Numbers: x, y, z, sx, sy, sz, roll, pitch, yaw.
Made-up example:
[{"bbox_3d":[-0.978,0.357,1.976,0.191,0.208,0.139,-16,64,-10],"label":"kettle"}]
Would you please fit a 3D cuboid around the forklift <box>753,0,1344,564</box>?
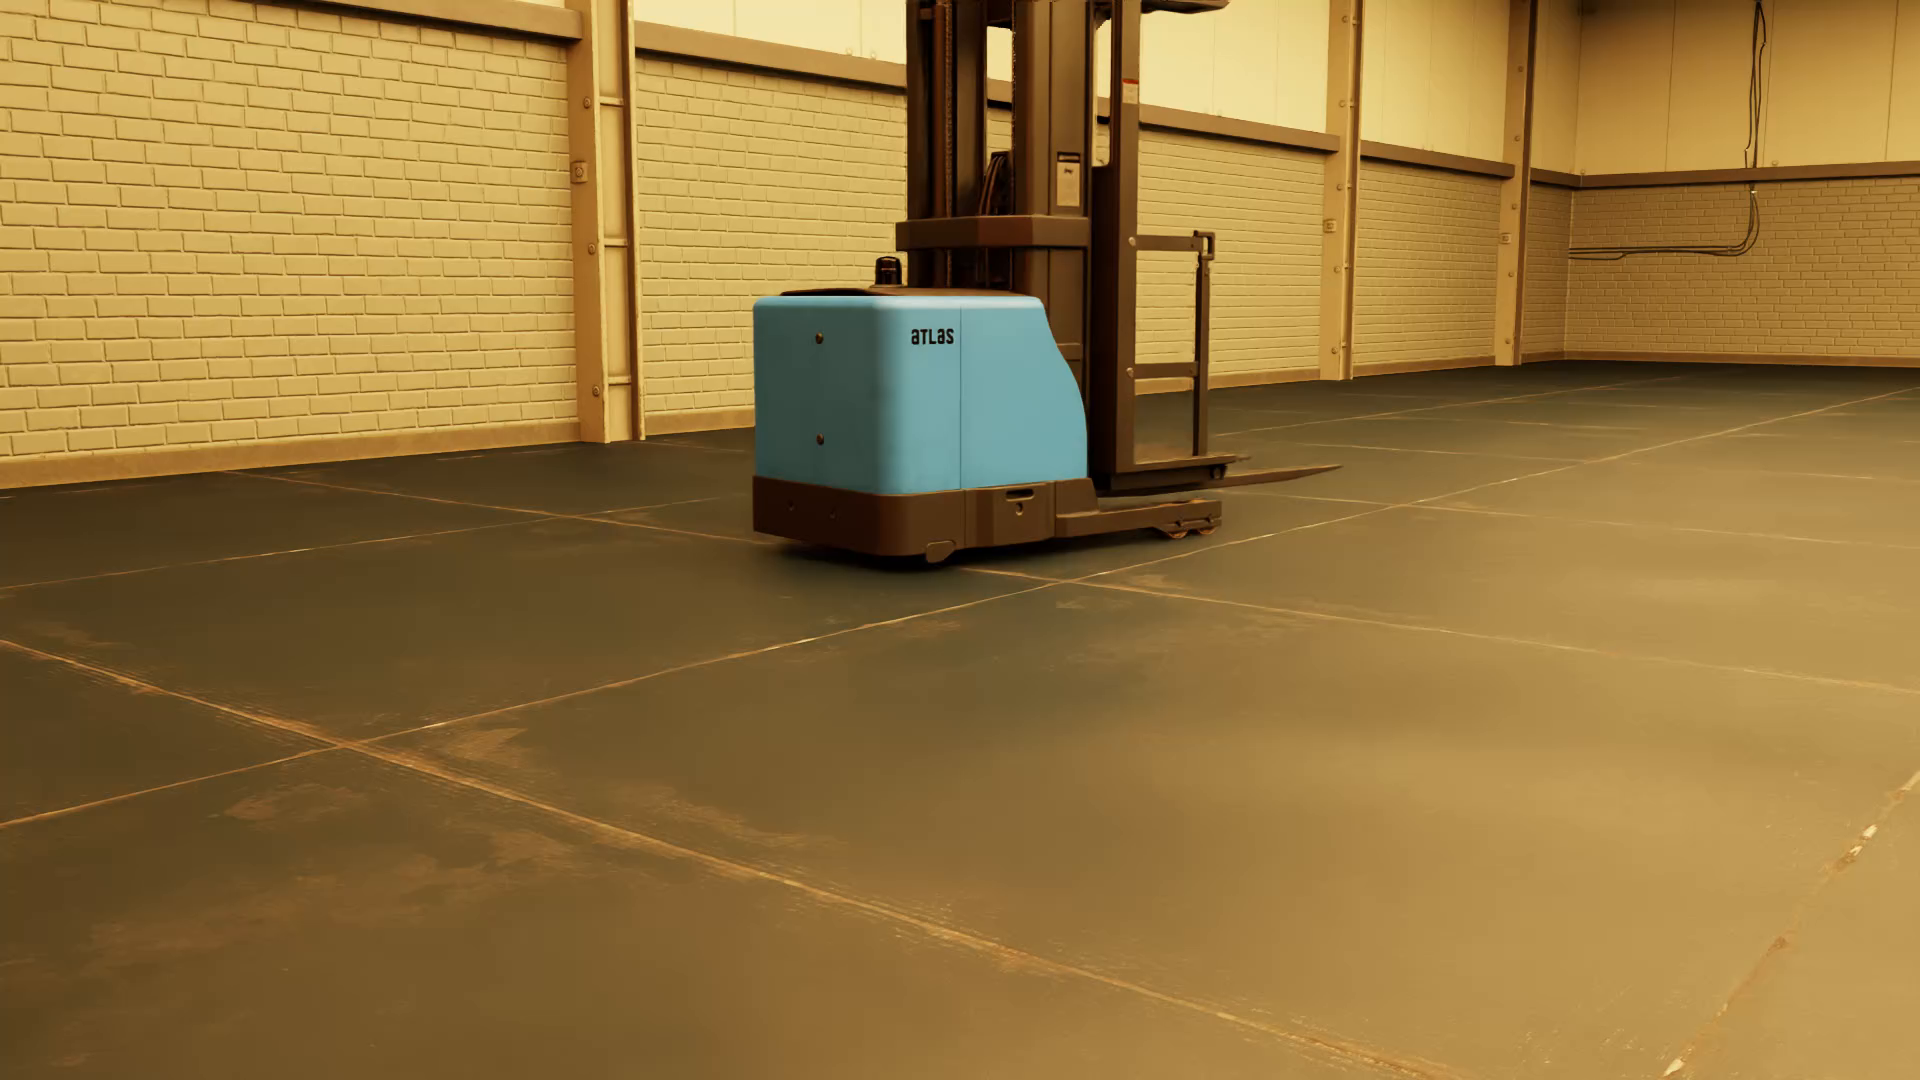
[{"bbox_3d":[0.567,-1.506,7.572,3.031,2.935,1.130,-7,11,-39],"label":"forklift"}]
